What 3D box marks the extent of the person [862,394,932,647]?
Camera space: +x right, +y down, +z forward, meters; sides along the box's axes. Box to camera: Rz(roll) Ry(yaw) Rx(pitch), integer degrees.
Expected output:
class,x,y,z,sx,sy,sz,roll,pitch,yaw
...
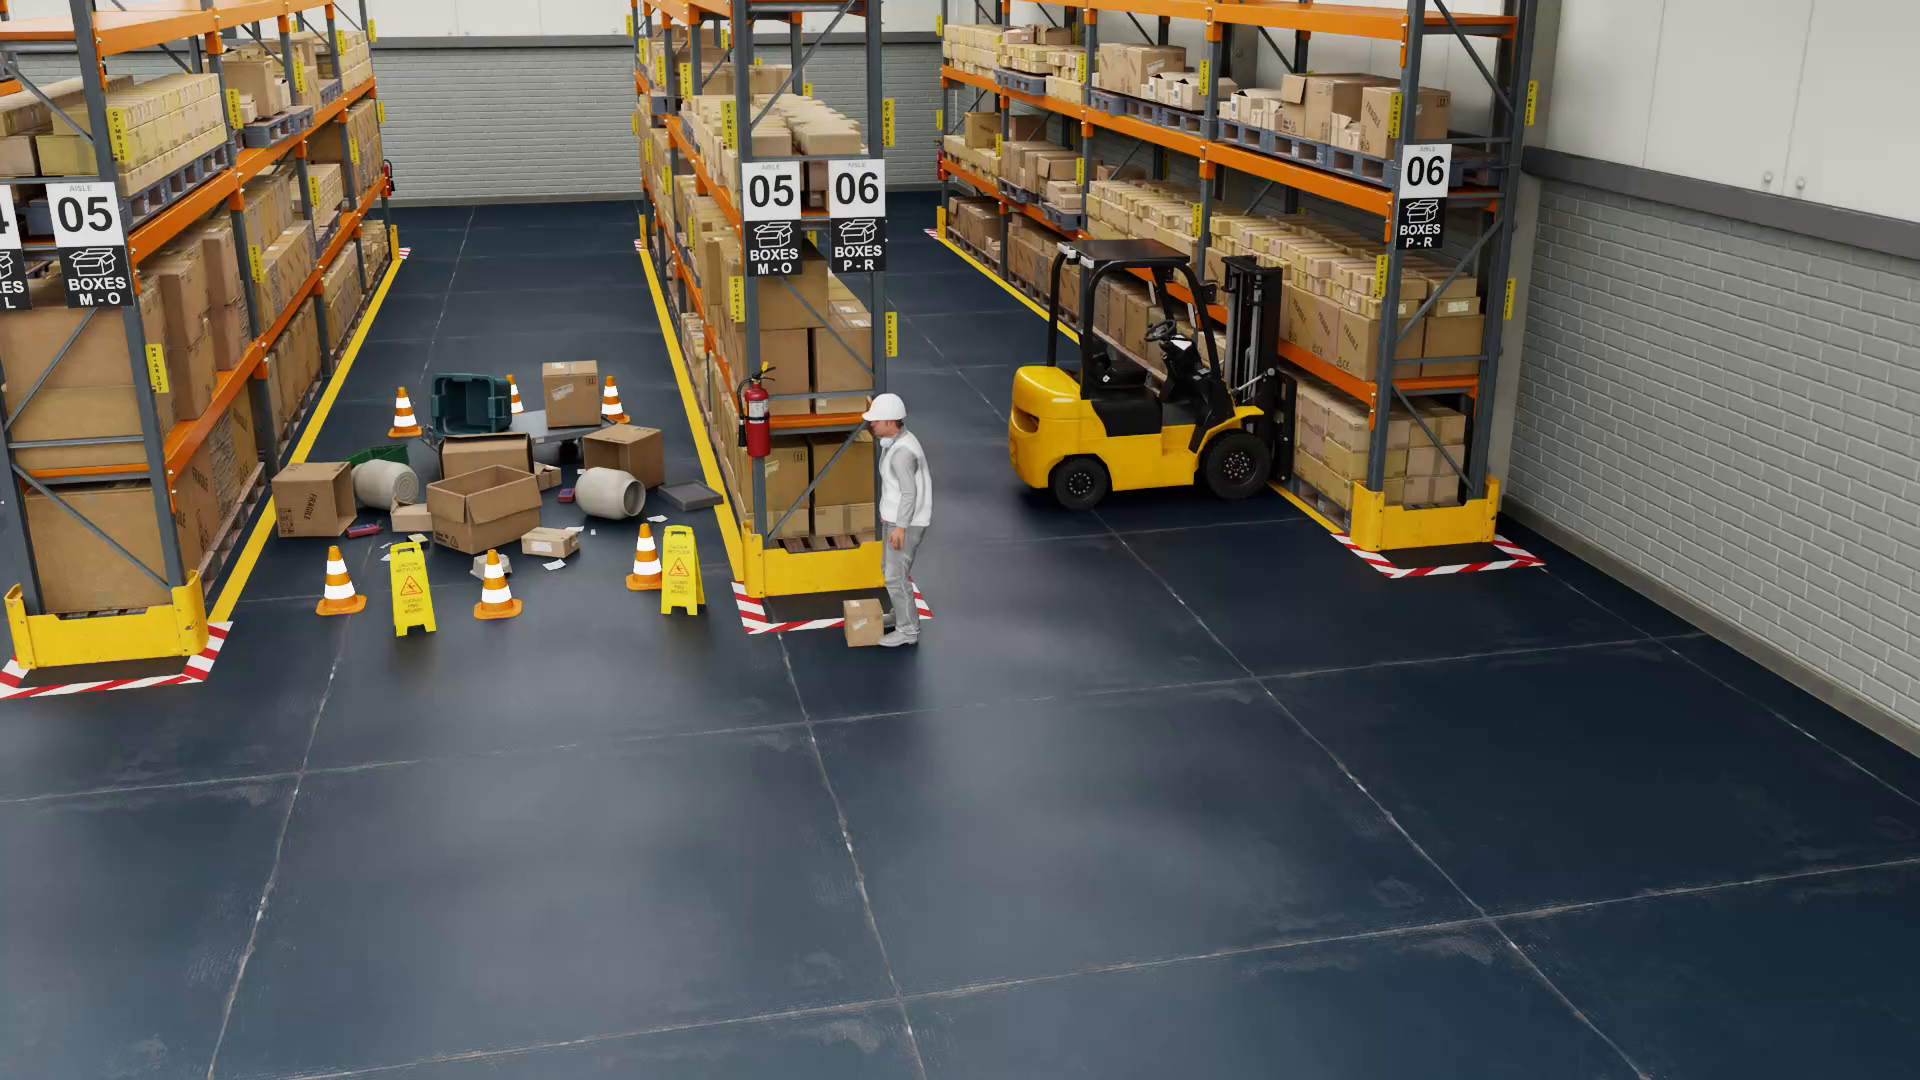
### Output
class,x,y,z,sx,sy,sz,roll,pitch,yaw
person,-0.428,-0.152,11.460,0.466,1.771,0.585,-3,20,-8
